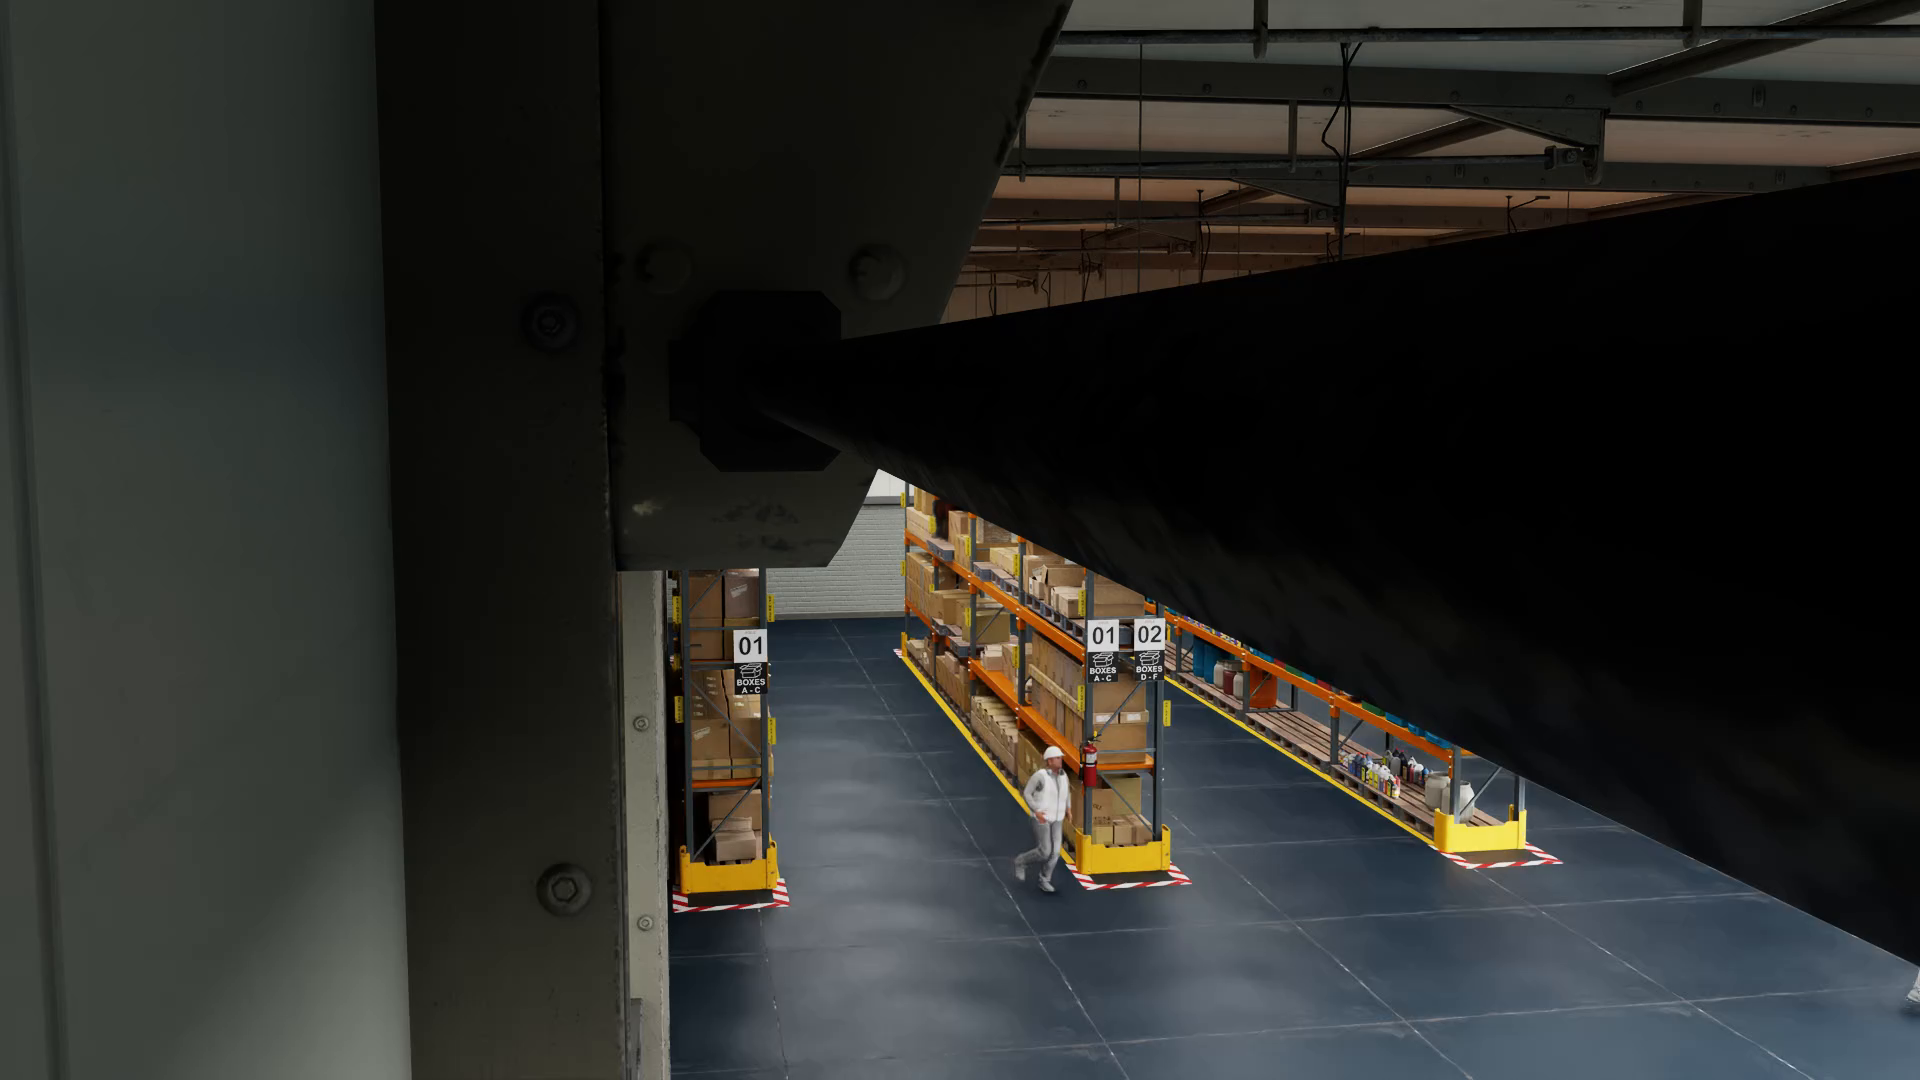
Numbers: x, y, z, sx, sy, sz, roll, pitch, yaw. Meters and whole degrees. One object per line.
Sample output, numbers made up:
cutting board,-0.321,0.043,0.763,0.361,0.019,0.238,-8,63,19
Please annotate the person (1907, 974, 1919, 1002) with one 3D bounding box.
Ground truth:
person,9.672,3.813,16.190,0.709,1.752,0.593,1,6,13

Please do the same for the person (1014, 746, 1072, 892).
person,1.077,3.370,20.310,0.701,1.723,0.619,-5,7,-37
